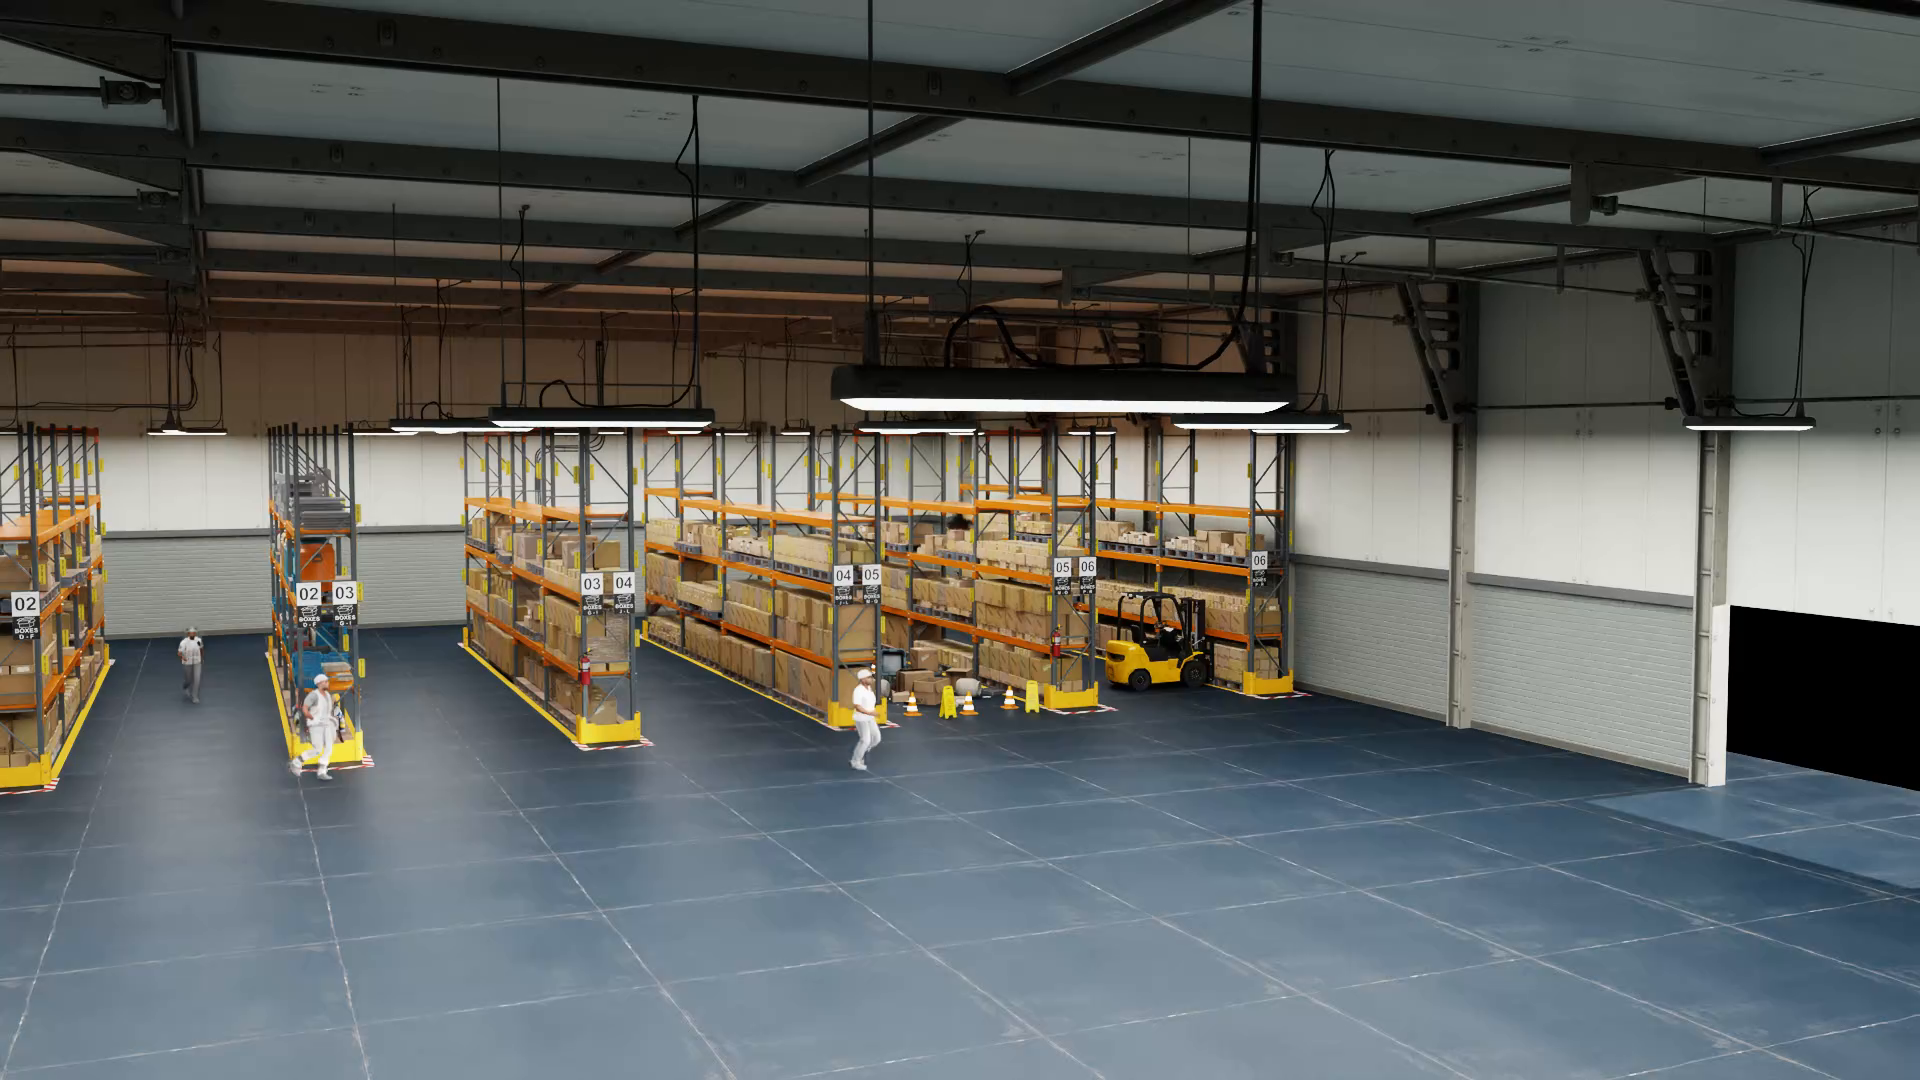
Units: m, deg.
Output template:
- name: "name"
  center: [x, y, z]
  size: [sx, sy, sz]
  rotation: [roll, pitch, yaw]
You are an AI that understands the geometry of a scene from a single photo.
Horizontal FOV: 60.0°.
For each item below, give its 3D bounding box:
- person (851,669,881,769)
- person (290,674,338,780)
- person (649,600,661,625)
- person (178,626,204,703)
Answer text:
- name: "person"
  center: [-1.603, 3.092, 28.771]
  size: [0.591, 1.724, 0.731]
  rotation: [1, 4, 18]
- name: "person"
  center: [-10.817, 3.140, 28.036]
  size: [0.745, 1.734, 0.722]
  rotation: [1, 4, 11]
- name: "person"
  center: [-8.950, 1.863, 49.150]
  size: [0.667, 1.728, 0.745]
  rotation: [-2, 4, -35]
- name: "person"
  center: [-16.723, 2.686, 36.184]
  size: [0.565, 1.672, 0.827]
  rotation: [-3, 4, -38]
